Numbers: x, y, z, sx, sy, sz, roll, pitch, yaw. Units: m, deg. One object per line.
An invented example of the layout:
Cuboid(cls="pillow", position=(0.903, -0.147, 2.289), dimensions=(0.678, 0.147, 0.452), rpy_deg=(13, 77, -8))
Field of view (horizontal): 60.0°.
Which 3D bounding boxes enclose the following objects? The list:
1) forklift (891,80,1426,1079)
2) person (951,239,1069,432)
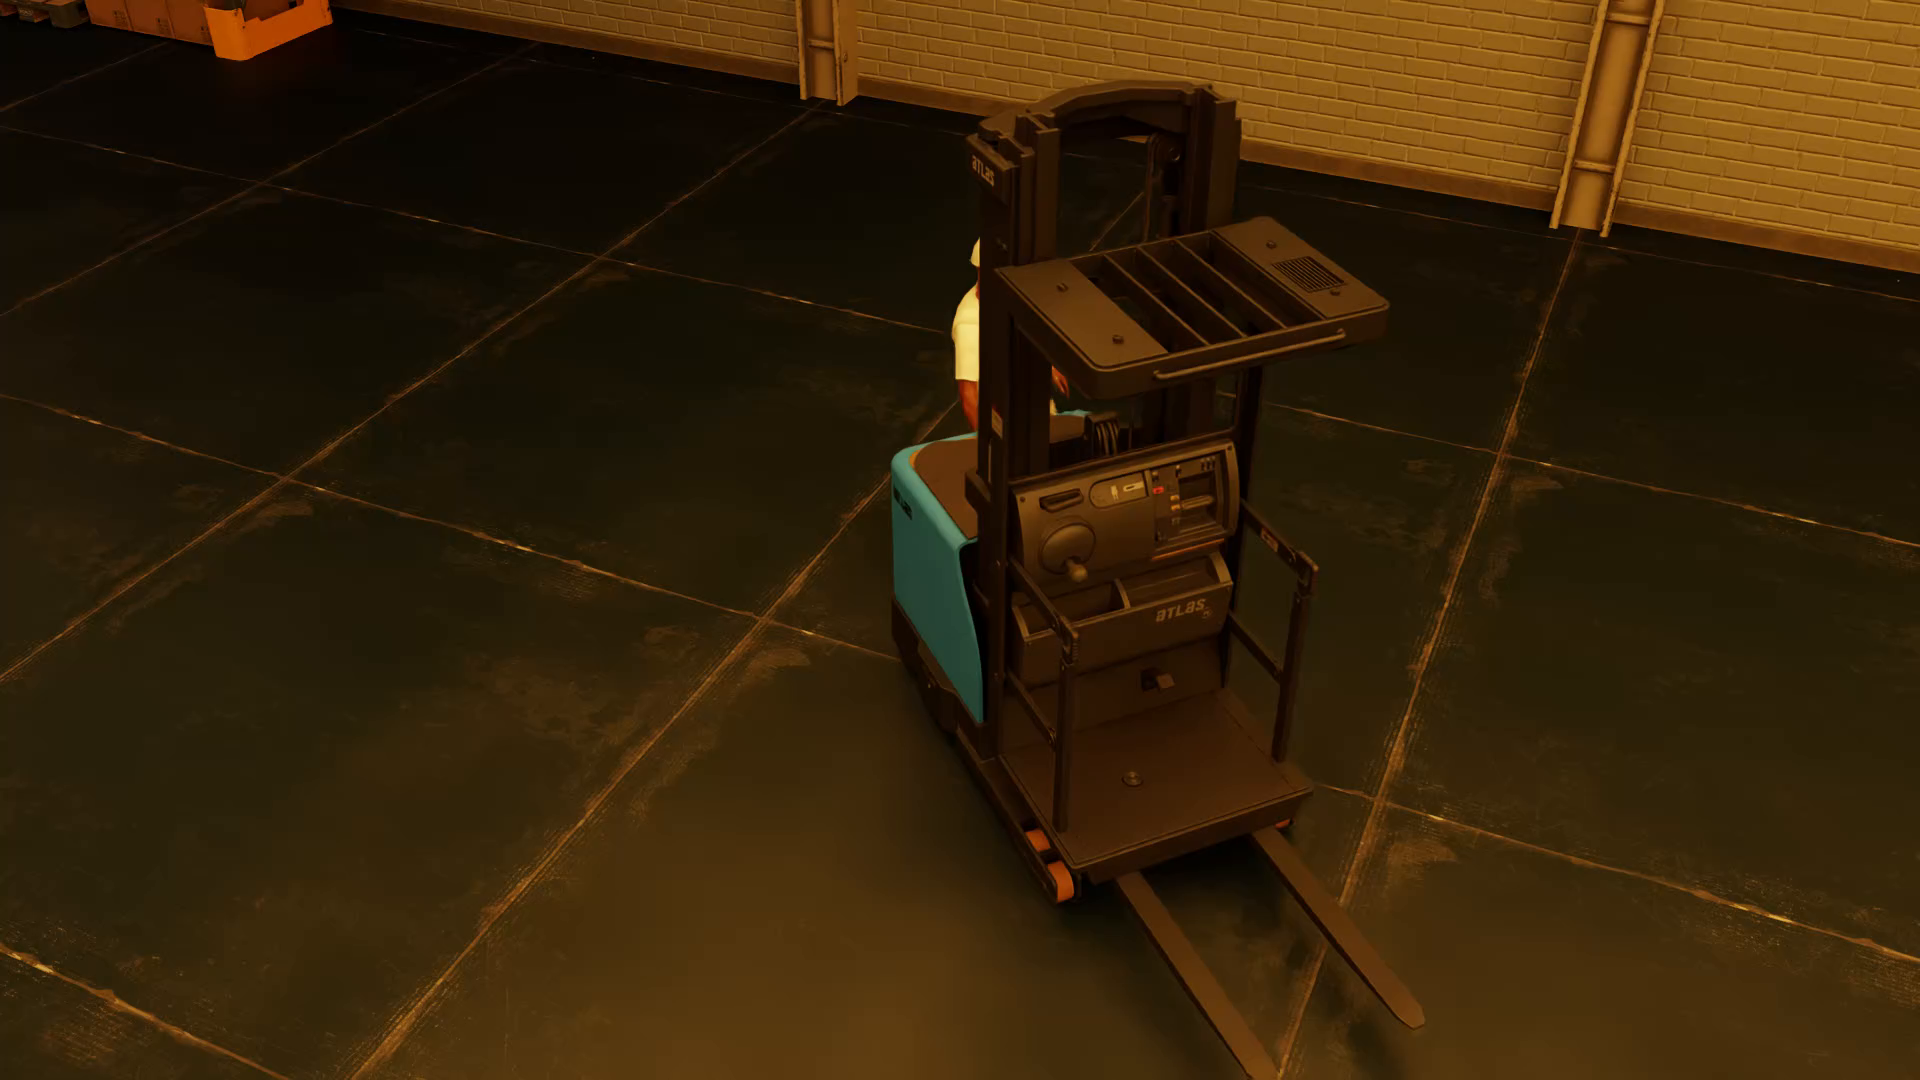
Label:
Cuboid(cls="forklift", position=(0.731, -0.041, 6.144), dimensions=(1.130, 2.935, 3.031), rpy_deg=(-14, 38, -19))
Cuboid(cls="person", position=(0.324, -0.647, 8.073), dimensions=(0.733, 1.692, 0.752), rpy_deg=(24, 42, 30))
